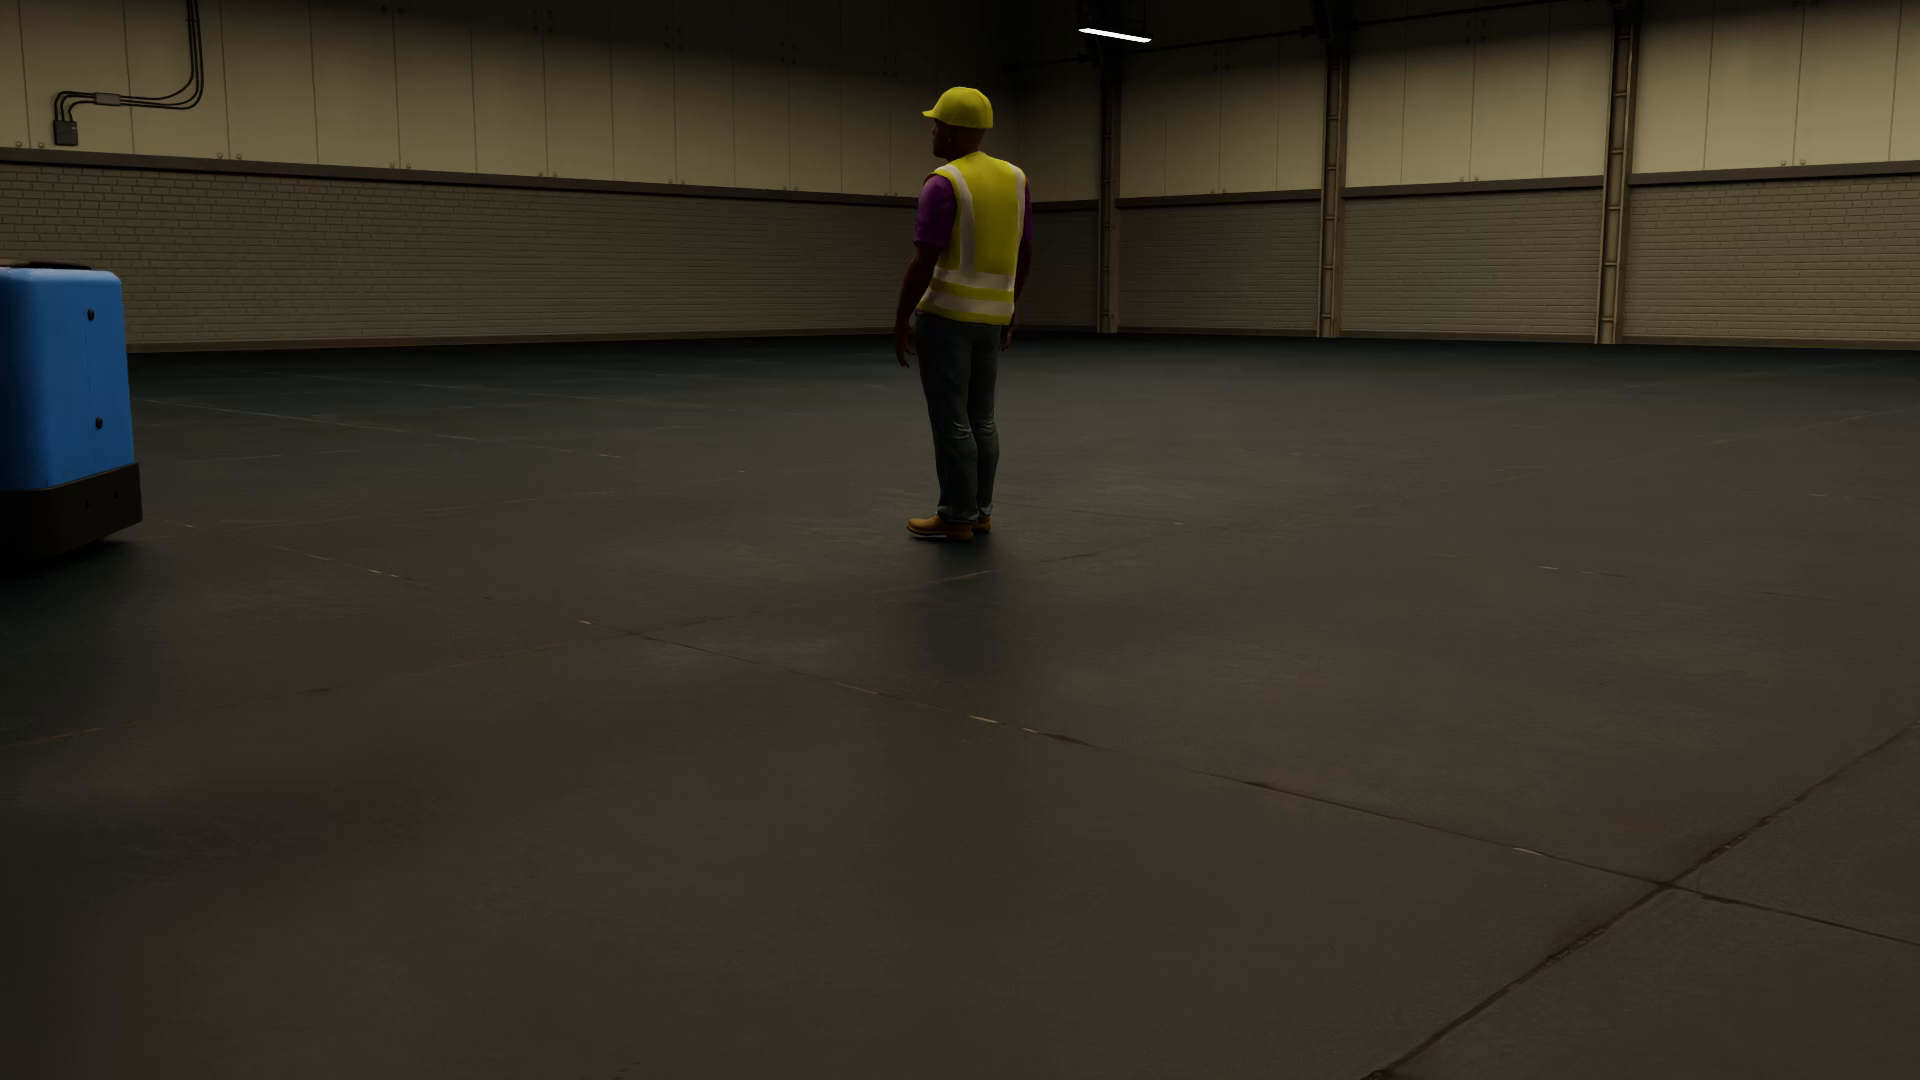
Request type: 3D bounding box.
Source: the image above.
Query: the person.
[{"bbox_3d":[-0.045,-0.885,6.637,0.577,1.759,0.665,8,12,43],"label":"person"}]

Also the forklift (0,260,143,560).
[{"bbox_3d":[-4.748,-1.357,5.888,3.031,2.935,1.130,-1,9,-8],"label":"forklift"}]
